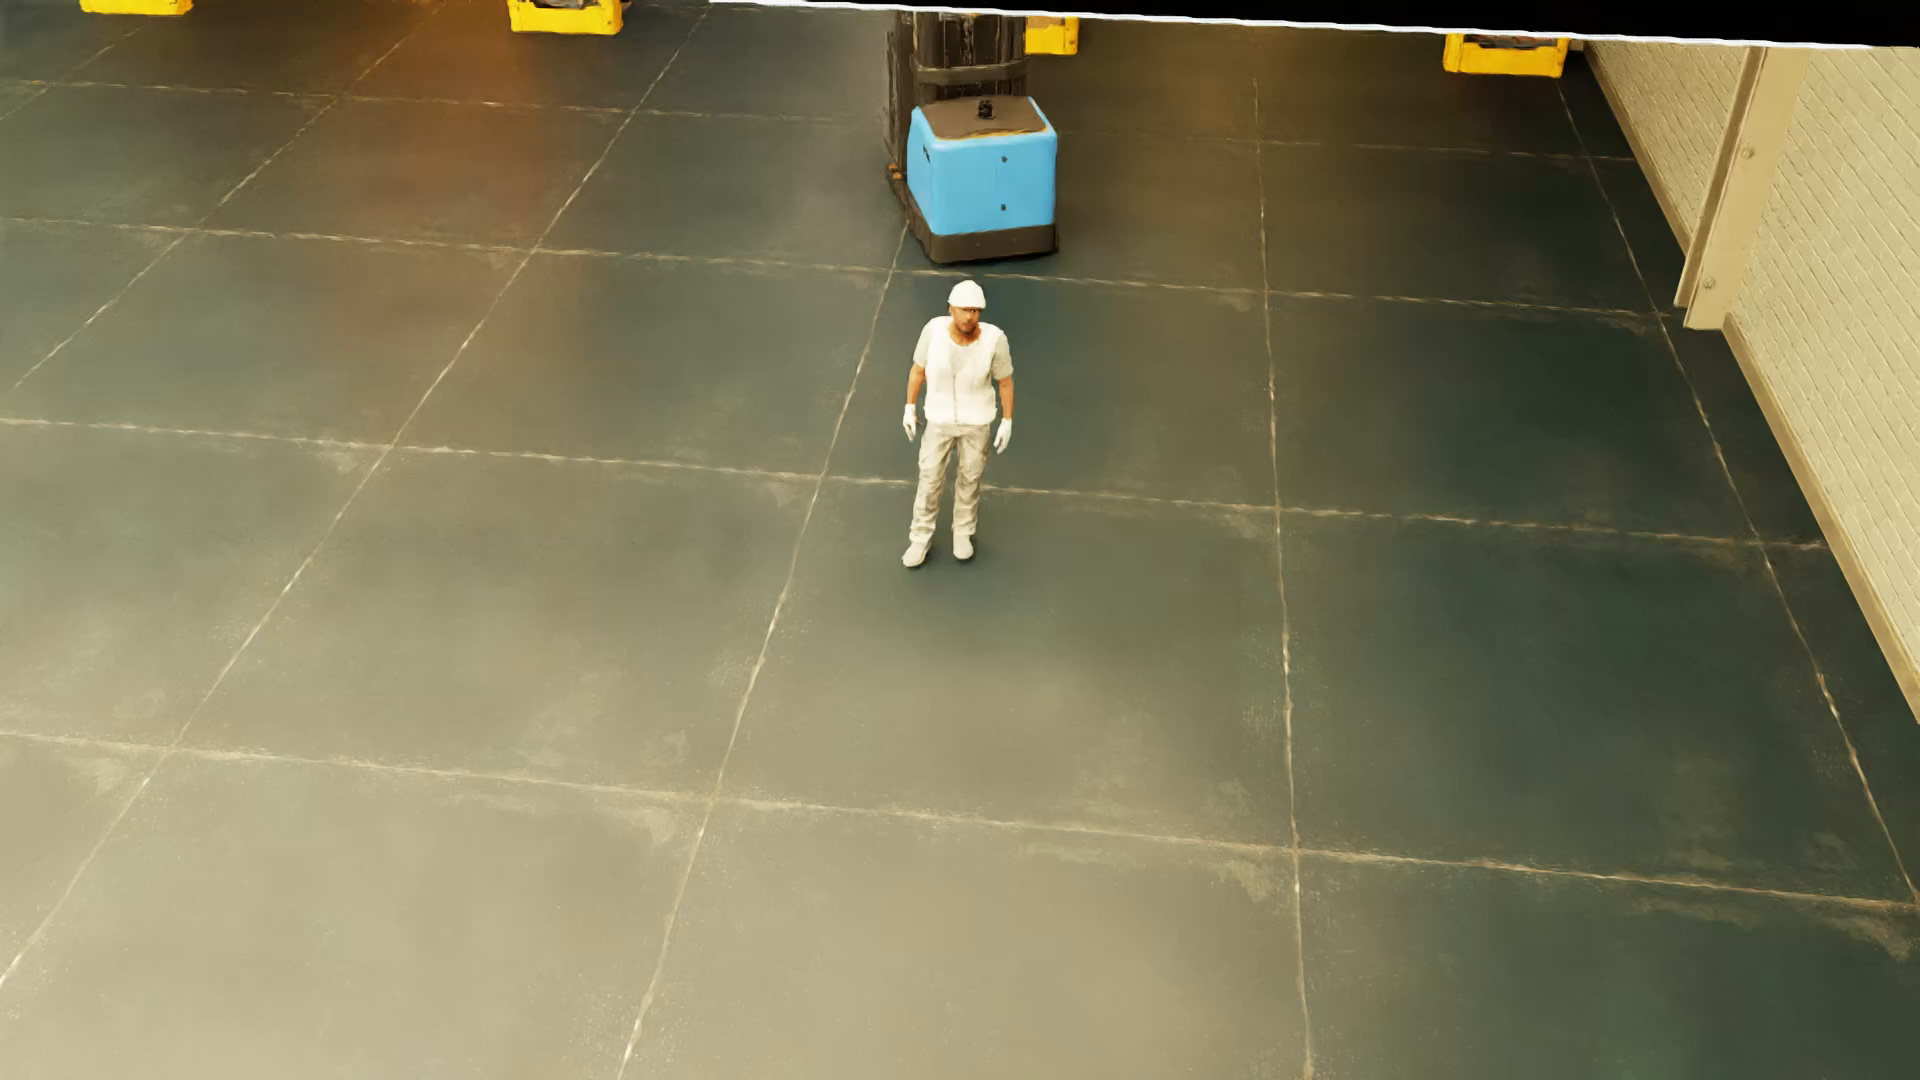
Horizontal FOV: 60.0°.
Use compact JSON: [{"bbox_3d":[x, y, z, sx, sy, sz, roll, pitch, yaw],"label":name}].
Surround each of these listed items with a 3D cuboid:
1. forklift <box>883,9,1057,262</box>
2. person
[{"bbox_3d":[-0.049,-4.294,13.855,1.130,2.935,3.031,-8,37,-10],"label":"forklift"},{"bbox_3d":[-0.017,-0.681,9.910,0.655,1.782,0.576,4,37,6],"label":"person"}]
